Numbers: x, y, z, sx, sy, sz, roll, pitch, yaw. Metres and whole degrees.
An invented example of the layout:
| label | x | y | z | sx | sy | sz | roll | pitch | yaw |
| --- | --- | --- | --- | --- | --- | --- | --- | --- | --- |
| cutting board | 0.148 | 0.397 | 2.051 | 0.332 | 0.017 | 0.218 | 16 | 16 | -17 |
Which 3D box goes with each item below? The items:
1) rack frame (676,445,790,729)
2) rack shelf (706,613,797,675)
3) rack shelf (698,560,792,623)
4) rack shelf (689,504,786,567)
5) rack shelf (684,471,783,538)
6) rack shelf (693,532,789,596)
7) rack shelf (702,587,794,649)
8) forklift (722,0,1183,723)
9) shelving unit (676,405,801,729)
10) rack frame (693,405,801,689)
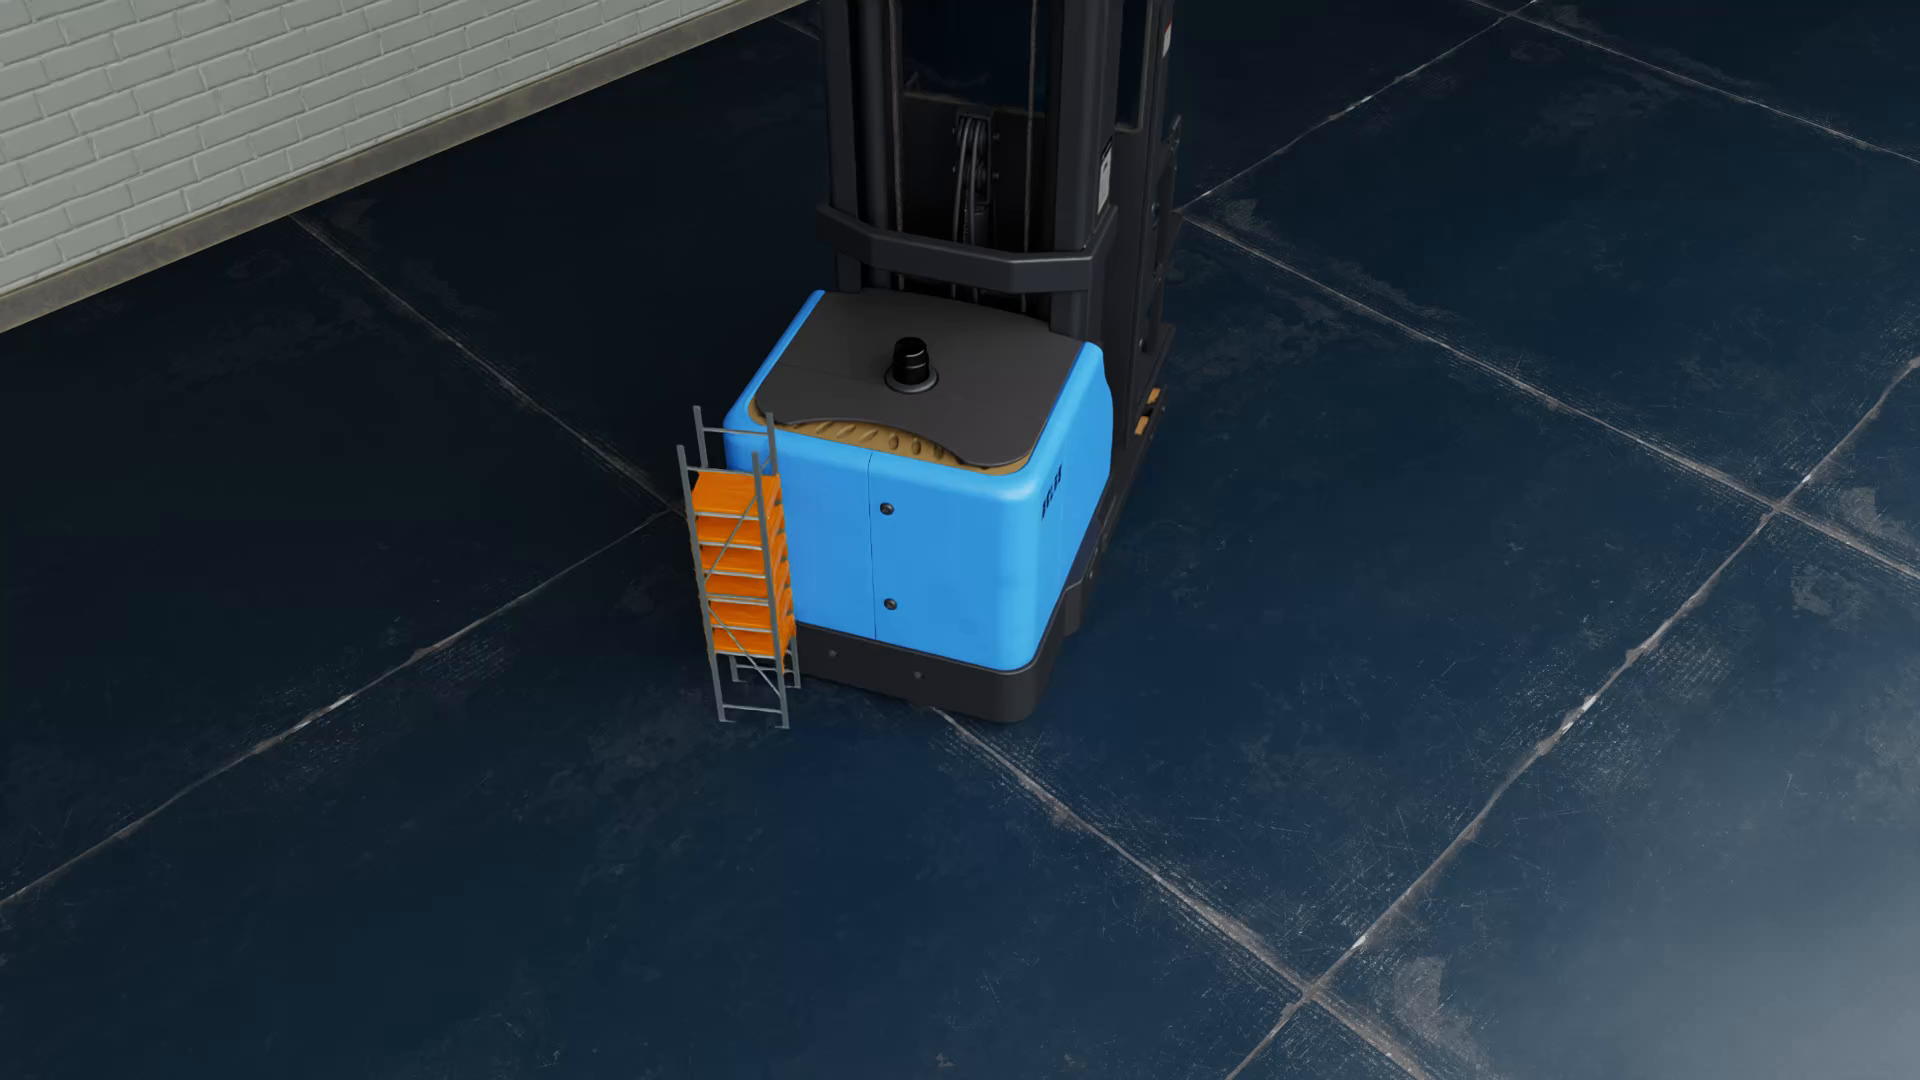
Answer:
| label | x | y | z | sx | sy | sz | roll | pitch | yaw |
| --- | --- | --- | --- | --- | --- | --- | --- | --- | --- |
| rack frame | -0.692 | 0.179 | 5.171 | 0.240 | 1.200 | 0.006 | 5 | 43 | 6 |
| rack shelf | -0.678 | 0.327 | 5.430 | 0.258 | 0.103 | 0.180 | 5 | 43 | 6 |
| rack shelf | -0.679 | 0.151 | 5.267 | 0.258 | 0.103 | 0.180 | 5 | 43 | 6 |
| rack shelf | -0.680 | -0.026 | 5.105 | 0.258 | 0.103 | 0.180 | 5 | 43 | 6 |
| rack shelf | -0.681 | -0.114 | 5.023 | 0.258 | 0.103 | 0.180 | 5 | 43 | 6 |
| rack shelf | -0.680 | 0.062 | 5.186 | 0.258 | 0.103 | 0.180 | 5 | 43 | 6 |
| rack shelf | -0.679 | 0.239 | 5.349 | 0.258 | 0.103 | 0.180 | 5 | 43 | 6 |
| forklift | 0.203 | -1.487 | 5.700 | 1.130 | 2.935 | 3.031 | 13 | 44 | 13 |
| shelving unit | -0.679 | 0.118 | 5.237 | 0.258 | 1.200 | 0.189 | 5 | 43 | 6 |
| rack frame | -0.666 | 0.057 | 5.304 | 0.240 | 1.200 | 0.006 | 5 | 43 | 6 |
